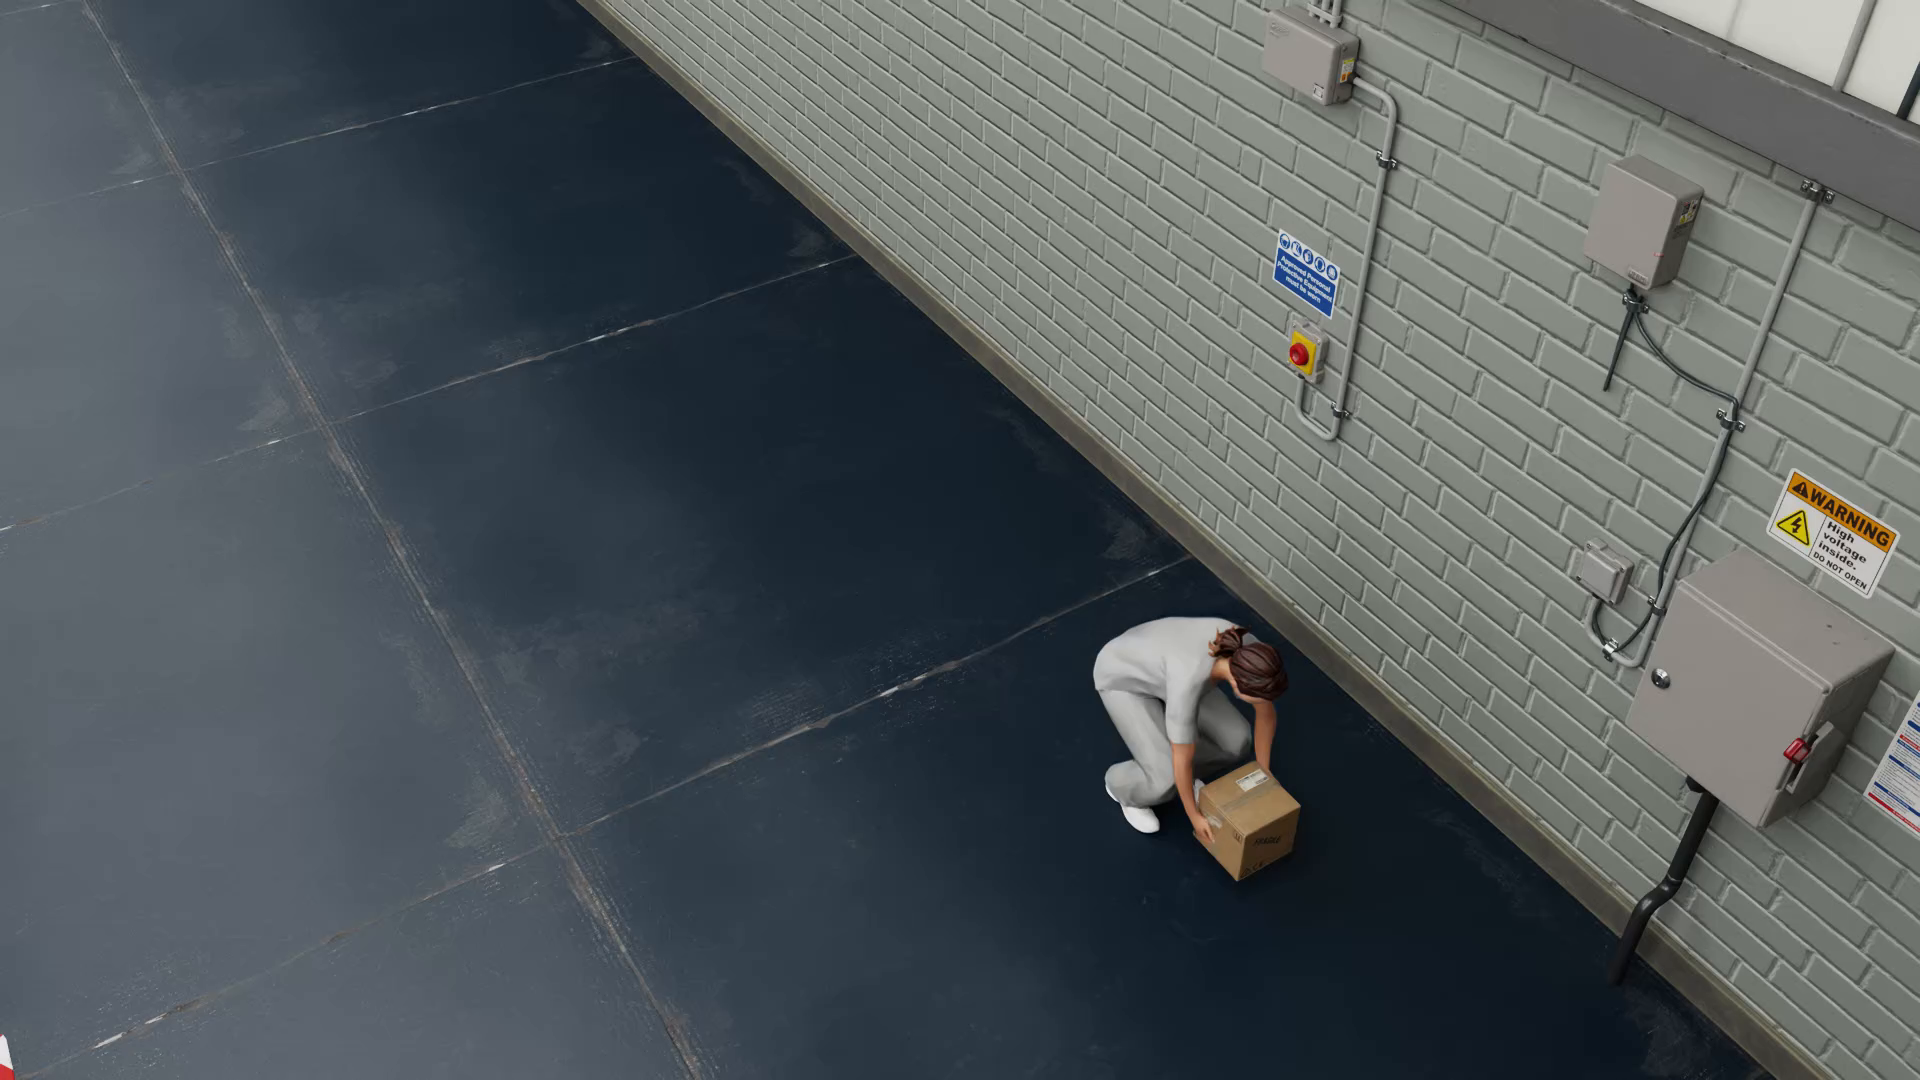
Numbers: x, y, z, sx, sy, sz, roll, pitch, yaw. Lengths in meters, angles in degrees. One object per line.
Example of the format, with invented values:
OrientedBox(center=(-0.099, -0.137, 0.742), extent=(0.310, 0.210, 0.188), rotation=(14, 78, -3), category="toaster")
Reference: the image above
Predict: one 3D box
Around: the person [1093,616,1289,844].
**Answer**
OrientedBox(center=(0.819, 0.613, 5.933), extent=(0.491, 1.048, 0.761), rotation=(-23, 46, -24), category="person")
